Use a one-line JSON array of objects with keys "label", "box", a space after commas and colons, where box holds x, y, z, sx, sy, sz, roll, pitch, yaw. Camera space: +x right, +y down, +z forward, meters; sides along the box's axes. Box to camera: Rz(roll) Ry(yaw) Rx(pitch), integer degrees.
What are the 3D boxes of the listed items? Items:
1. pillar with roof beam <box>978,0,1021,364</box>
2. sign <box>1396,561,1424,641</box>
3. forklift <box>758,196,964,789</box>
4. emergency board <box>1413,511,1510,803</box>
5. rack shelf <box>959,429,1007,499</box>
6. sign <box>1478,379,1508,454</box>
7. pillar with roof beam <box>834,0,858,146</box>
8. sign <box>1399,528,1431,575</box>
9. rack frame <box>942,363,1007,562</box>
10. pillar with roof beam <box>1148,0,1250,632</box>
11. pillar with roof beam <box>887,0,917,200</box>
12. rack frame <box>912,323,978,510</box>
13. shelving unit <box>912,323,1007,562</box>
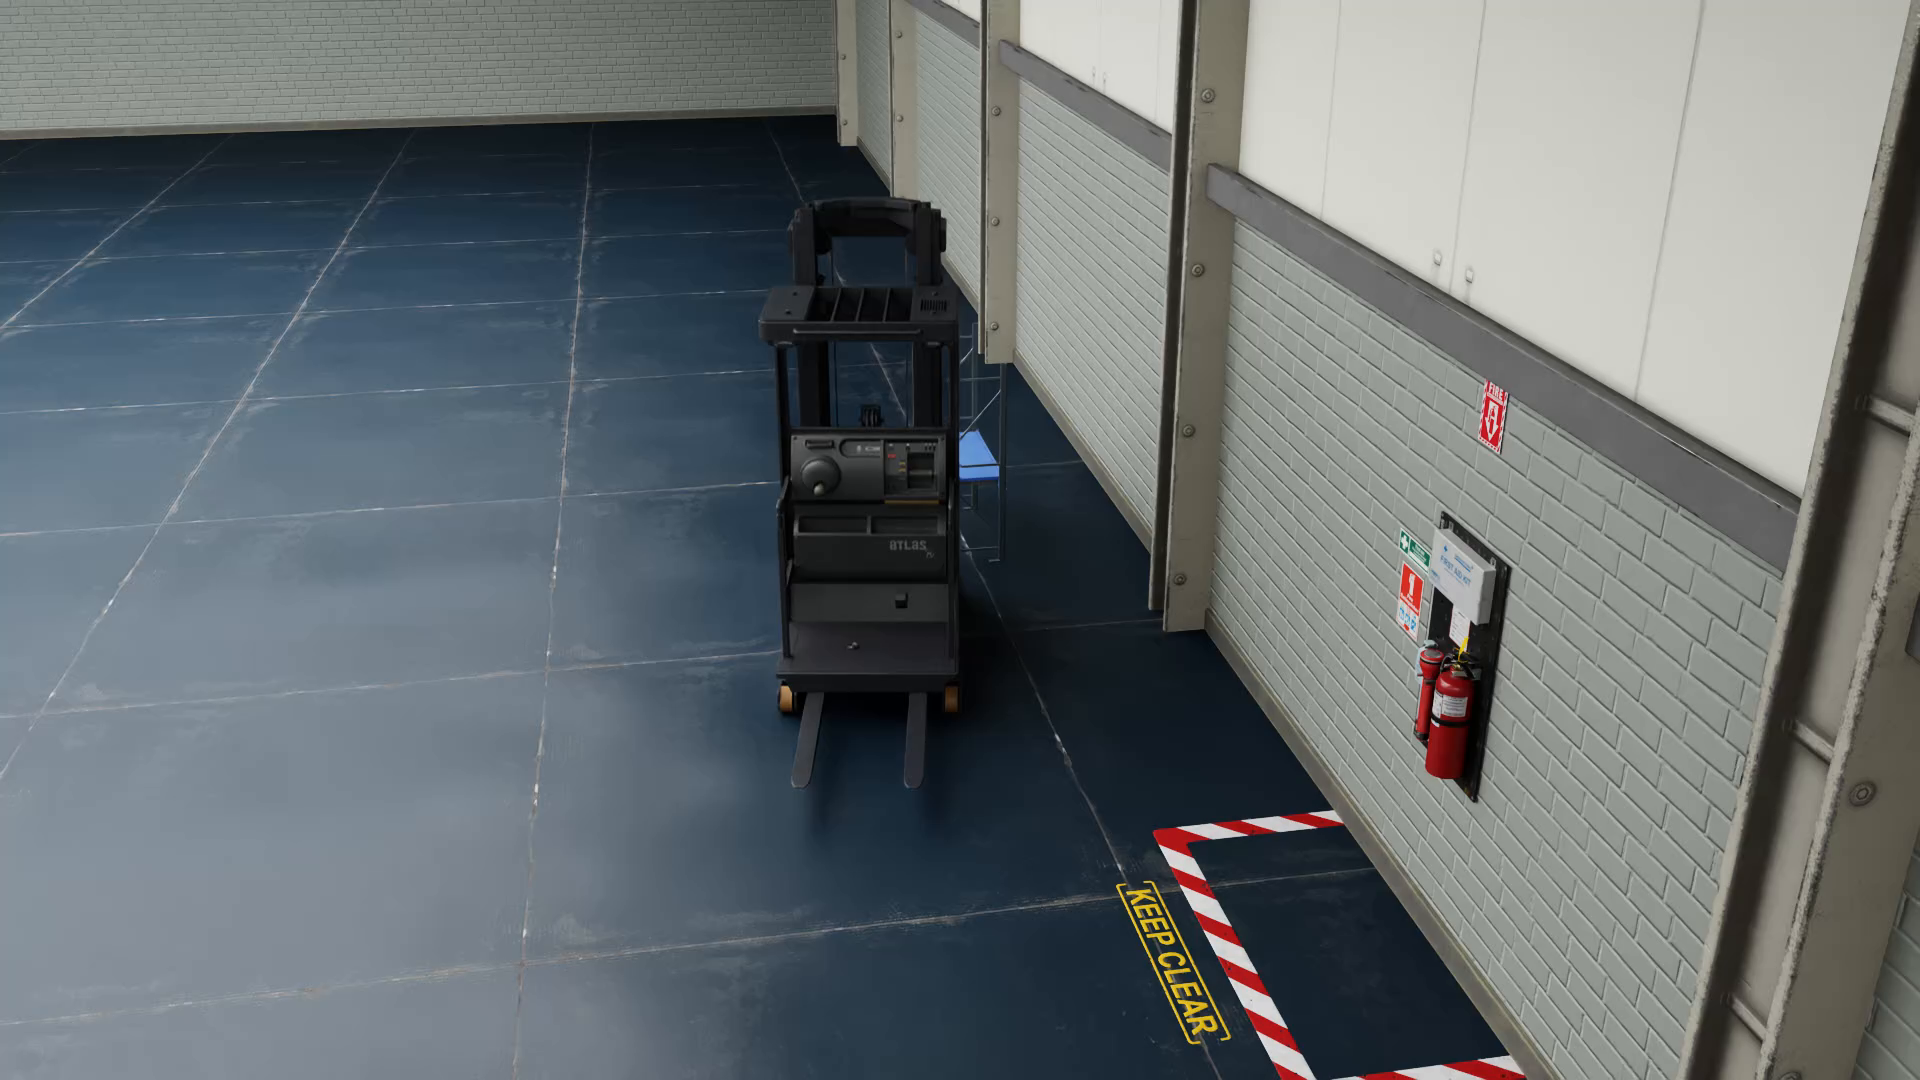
[{"label": "pillar with roof beam", "box": [-3.858, -5.640, 14.163, 9.100, 9.000, 0.400, -4, 24, -10]}, {"label": "sign", "box": [2.171, 0.294, 8.026, 0.001, 0.329, 0.234, -4, 24, -10]}, {"label": "forklift", "box": [-0.546, -0.418, 9.788, 1.130, 2.935, 3.031, 0, 24, 0]}, {"label": "emergency board", "box": [2.172, 0.536, 7.518, 0.194, 1.169, 0.643, -4, 24, -10]}, {"label": "rack shelf", "box": [-0.016, -0.556, 12.341, 0.538, 0.185, 1.000, -4, 24, -10]}, {"label": "sign", "box": [2.268, -0.537, 7.078, 0.001, 0.298, 0.199, -4, 24, -10]}, {"label": "pillar with roof beam", "box": [-6.077, -10.360, 24.970, 9.100, 9.000, 0.400, -4, 24, -10]}, {"label": "sign", "box": [2.163, 0.054, 7.915, 0.001, 0.109, 0.331, -4, 24, -10]}, {"label": "rack frame", "box": [0.078, -0.521, 11.811, 0.500, 1.500, 0.032, -4, 24, -10]}, {"label": "pillar with roof beam", "box": [-2.749, -3.280, 8.759, 9.100, 9.000, 0.400, -4, 24, -10]}, {"label": "pillar with roof beam", "box": [-4.968, -8.000, 19.567, 9.100, 9.000, 0.400, -4, 24, -10]}, {"label": "rack frame", "box": [-0.110, -0.921, 12.727, 0.500, 1.500, 0.032, -4, 24, -10]}, {"label": "shelving unit", "box": [-0.016, -0.721, 12.269, 0.538, 1.500, 1.048, -4, 24, -10]}]
